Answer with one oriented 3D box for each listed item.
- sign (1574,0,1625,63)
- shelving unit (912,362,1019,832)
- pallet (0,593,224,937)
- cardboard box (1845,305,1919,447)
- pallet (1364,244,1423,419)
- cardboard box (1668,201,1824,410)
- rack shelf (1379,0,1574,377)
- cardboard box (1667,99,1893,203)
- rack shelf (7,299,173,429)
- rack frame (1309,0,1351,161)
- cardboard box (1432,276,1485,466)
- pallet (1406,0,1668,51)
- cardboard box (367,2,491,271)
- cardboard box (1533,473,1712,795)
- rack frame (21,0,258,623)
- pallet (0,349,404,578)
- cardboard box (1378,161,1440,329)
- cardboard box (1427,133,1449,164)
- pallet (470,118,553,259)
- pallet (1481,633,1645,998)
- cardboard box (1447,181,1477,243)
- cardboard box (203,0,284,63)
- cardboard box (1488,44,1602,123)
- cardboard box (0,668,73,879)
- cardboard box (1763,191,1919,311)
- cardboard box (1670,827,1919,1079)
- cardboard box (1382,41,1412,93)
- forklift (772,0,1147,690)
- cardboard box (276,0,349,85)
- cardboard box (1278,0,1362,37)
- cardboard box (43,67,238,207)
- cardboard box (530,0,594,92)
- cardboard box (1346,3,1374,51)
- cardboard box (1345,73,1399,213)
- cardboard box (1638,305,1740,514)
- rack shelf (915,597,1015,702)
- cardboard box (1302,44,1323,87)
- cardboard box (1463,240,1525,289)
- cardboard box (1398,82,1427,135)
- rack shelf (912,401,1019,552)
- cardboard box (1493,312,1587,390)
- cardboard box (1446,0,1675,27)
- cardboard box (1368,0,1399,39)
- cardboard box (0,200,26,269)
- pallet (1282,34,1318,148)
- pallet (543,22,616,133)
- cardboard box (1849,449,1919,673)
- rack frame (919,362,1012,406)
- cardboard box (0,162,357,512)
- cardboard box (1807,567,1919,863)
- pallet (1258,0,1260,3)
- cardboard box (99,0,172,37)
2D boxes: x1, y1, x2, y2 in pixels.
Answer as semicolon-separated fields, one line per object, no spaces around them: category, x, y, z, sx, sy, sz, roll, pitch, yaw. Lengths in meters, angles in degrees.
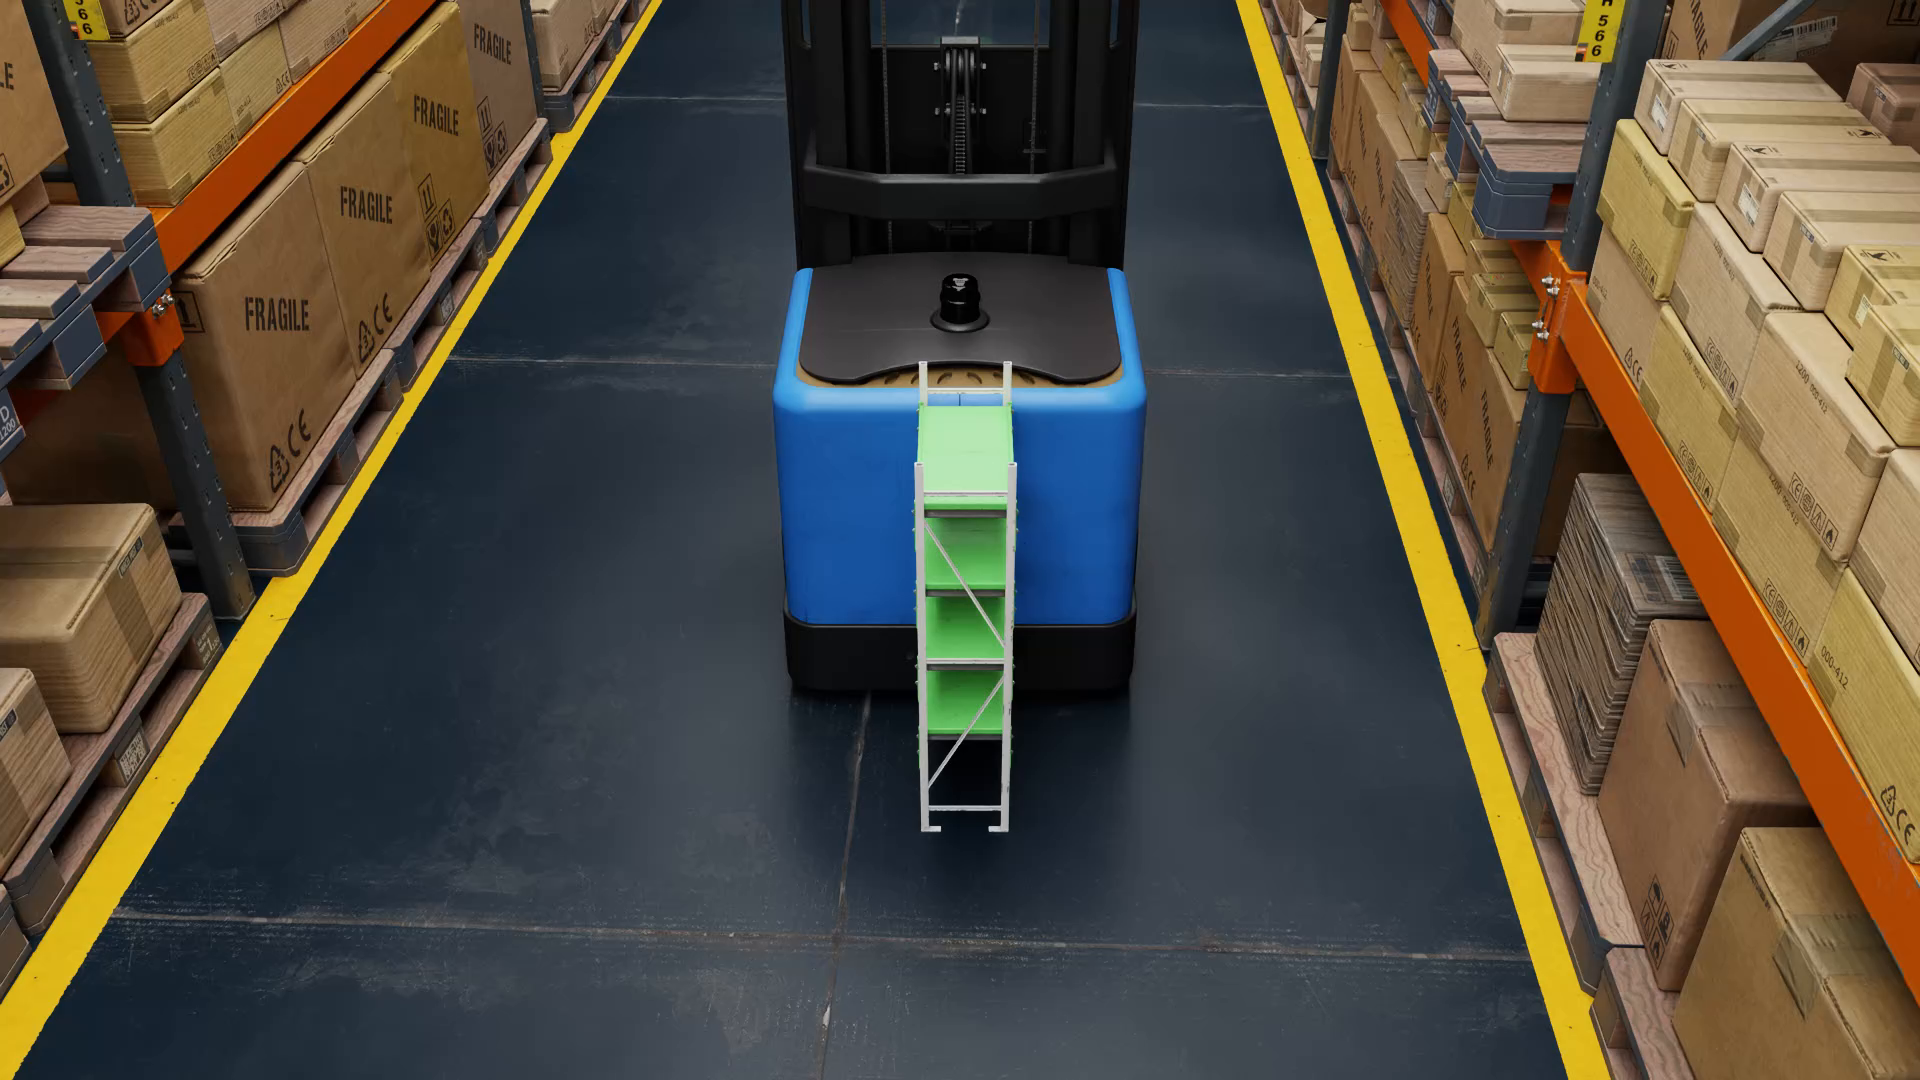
sign;1.604;-1.342;4.113;0.100;0.325;0.005;1;35;2
shelving unit;0.014;0.172;4.461;0.258;1.200;0.503;0;35;0
pallet;-2.846;0.583;4.736;1.003;0.211;1.213;1;35;2
cardboard box;1.798;-0.282;2.892;0.380;0.149;0.250;2;35;3
pallet;2.266;-0.880;6.819;1.003;0.211;1.213;1;35;2
cardboard box;1.863;-0.500;3.549;0.500;0.250;0.500;2;35;3
rack shelf;2.227;-1.749;6.255;1.077;0.370;4.000;1;35;2
cardboard box;1.830;-0.871;3.729;0.380;0.149;0.250;2;35;3
rack shelf;-2.894;0.437;3.145;1.077;0.370;4.000;1;35;2
rack frame;2.307;-3.192;7.683;1.000;3.000;0.127;1;35;2
cardboard box;1.979;-0.578;5.773;0.500;0.500;0.500;1;35;1
pallet;2.220;-1.933;6.059;1.003;0.211;1.213;1;35;2
cardboard box;-2.626;-1.730;7.085;0.875;0.875;0.875;2;35;3
cardboard box;2.108;0.264;4.466;0.875;0.625;0.625;2;35;3
rack frame;-2.813;-1.007;4.573;1.000;3.000;0.127;1;35;2
pallet;-2.706;-0.317;6.017;1.003;0.211;1.213;1;35;2
cardboard box;2.000;-1.178;6.626;0.500;0.500;0.500;0;35;0
cardboard box;2.055;-1.499;6.519;0.380;0.149;0.250;1;35;2
pallet;-2.608;-1.719;8.012;1.003;0.211;1.213;1;35;2
pallet;2.074;0.719;4.543;1.003;0.211;1.213;1;35;2
cardboard box;2.013;-1.200;6.093;0.380;0.149;0.250;1;35;1
cardboard box;-2.524;-1.732;5.301;0.500;0.250;0.500;2;35;3
cardboard box;1.789;-1.349;4.914;0.380;0.149;0.250;2;35;3
cardboard box;-2.868;0.645;4.143;0.950;0.372;0.625;1;35;1
cardboard box;1.847;-0.572;3.304;0.380;0.149;0.250;2;35;2
cardboard box;2.063;1.026;3.381;0.875;0.625;0.625;0;35;0
cardboard box;2.094;-2.098;7.371;0.380;0.149;0.250;0;35;-1
forklift;0.000;-1.561;5.423;1.130;2.935;3.031;0;35;0
cardboard box;-2.512;-1.817;5.857;0.500;0.250;0.500;2;35;3
cardboard box;2.234;-3.204;9.508;0.700;0.500;0.500;0;35;0
cardboard box;-2.542;-1.221;5.008;0.500;0.250;0.500;1;35;1
cardboard box;-2.520;-2.786;8.969;0.875;0.438;0.875;1;35;1
cardboard box;2.027;-2.407;7.810;0.380;0.149;0.250;3;35;4
cardboard box;2.051;-1.762;7.458;0.500;0.500;0.500;1;35;1
cardboard box;1.859;-0.295;3.691;0.500;0.250;0.500;1;35;1
rack shelf;0.014;0.224;4.498;0.258;0.148;0.480;0;35;0
cardboard box;2.036;-2.524;8.847;0.380;0.149;0.250;0;35;0
cardboard box;1.948;-0.906;5.675;0.380;0.149;0.250;0;35;0
cardboard box;2.049;-1.798;6.944;0.380;0.149;0.250;1;35;2
rack shelf;0.014;-0.168;4.222;0.258;0.148;0.480;0;35;0
cardboard box;1.913;-0.598;5.237;0.380;0.149;0.250;0;35;0
cardboard box;2.027;-2.050;5.603;0.797;0.503;0.637;1;35;1
cardboard box;2.064;-2.378;7.511;0.380;0.149;0.250;0;35;0
cardboard box;-2.530;-0.726;4.028;0.380;0.149;0.250;2;35;3
pallet;2.336;-2.446;9.047;1.003;0.211;1.213;1;35;2
pallet;-2.544;-2.599;9.264;1.003;0.211;1.213;1;35;2
cardboard box;1.829;0.094;2.703;0.500;0.250;0.500;2;35;3
rack frame;0.014;0.032;4.661;0.240;1.200;0.015;0;35;0
cardboard box;-2.703;-0.704;5.626;0.875;0.875;0.875;1;35;1
cardboard box;1.823;0.300;2.846;0.500;0.250;0.500;2;35;3
pallet;2.434;-3.848;11.041;1.003;0.211;1.213;1;35;2
cardboard box;-2.549;-1.734;4.652;0.500;0.500;0.500;0;35;0
